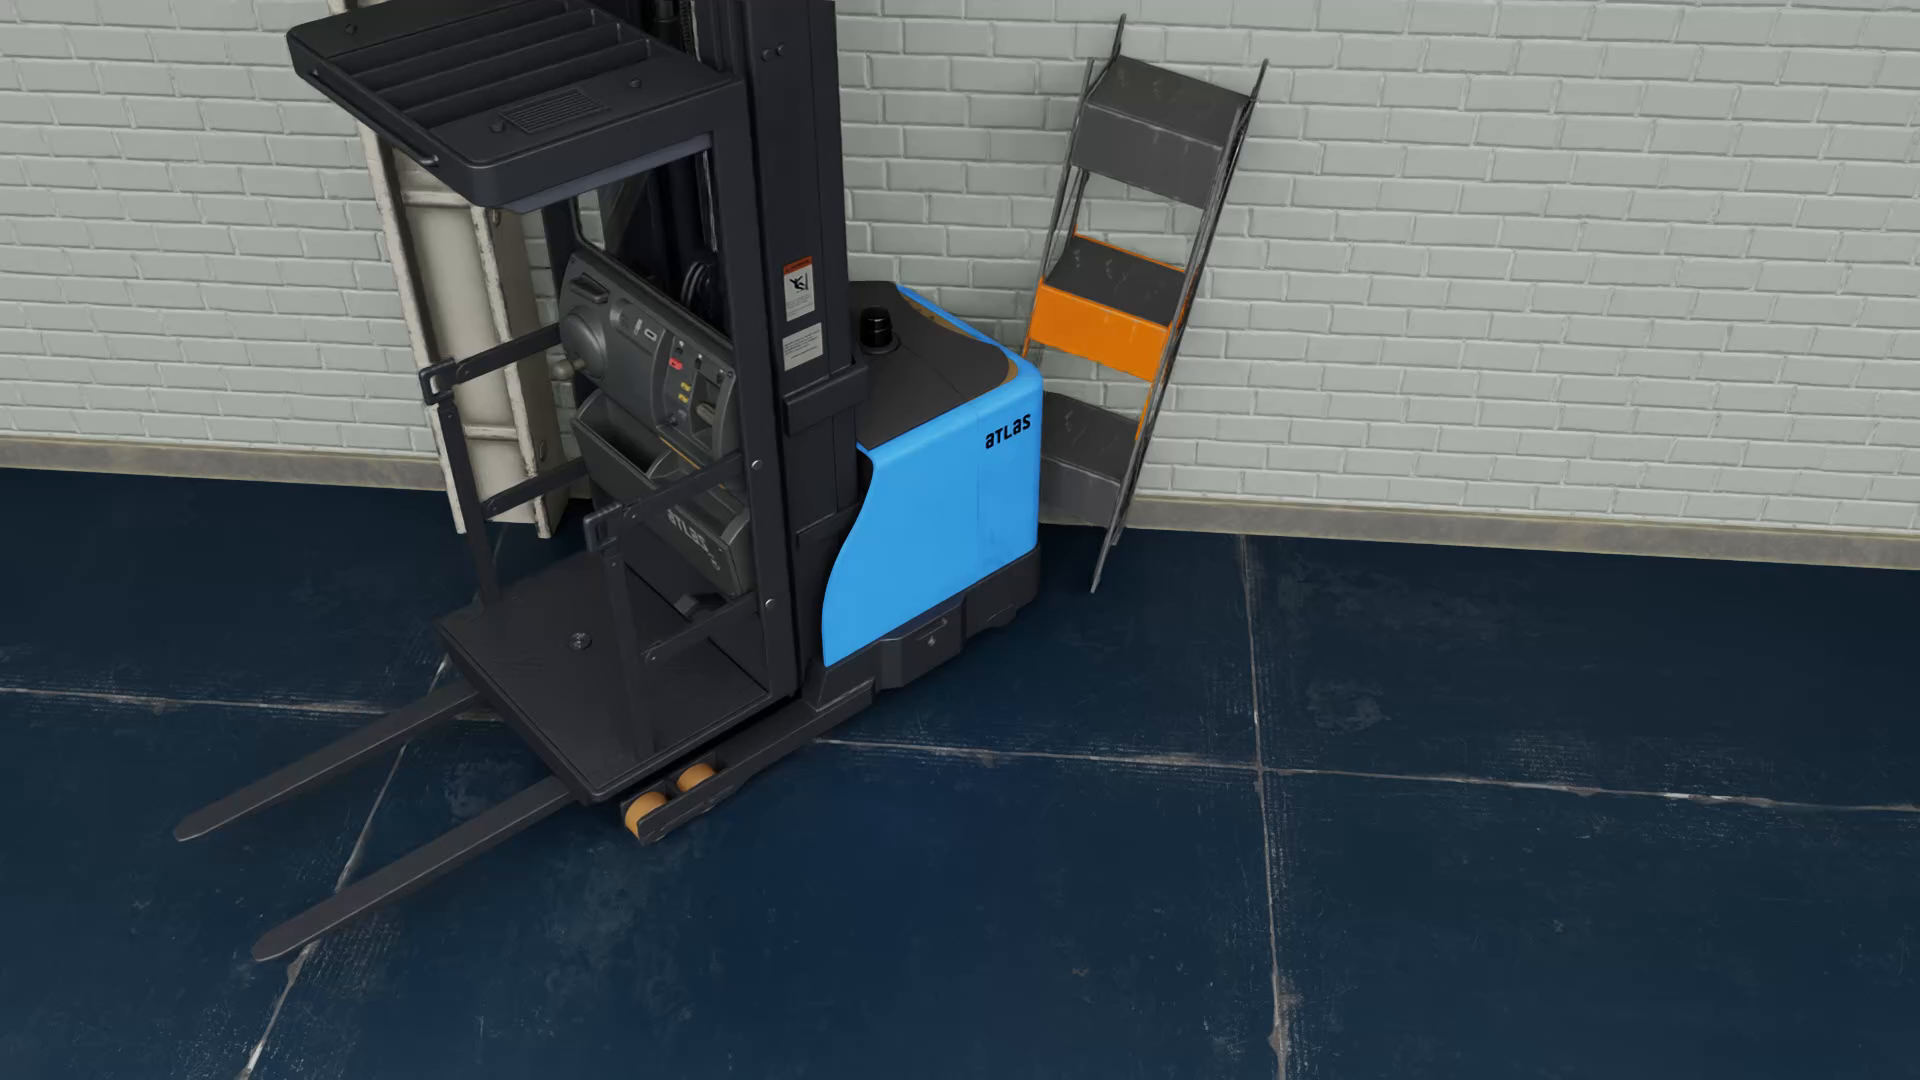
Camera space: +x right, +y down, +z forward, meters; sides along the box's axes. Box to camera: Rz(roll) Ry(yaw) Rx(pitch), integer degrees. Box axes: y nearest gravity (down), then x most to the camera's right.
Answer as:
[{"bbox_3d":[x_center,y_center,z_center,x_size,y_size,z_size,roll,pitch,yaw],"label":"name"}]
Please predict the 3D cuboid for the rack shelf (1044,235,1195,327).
[{"bbox_3d":[0.547,-0.848,5.883,0.457,0.174,0.368,21,43,9],"label":"rack shelf"}]

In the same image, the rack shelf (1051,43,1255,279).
[{"bbox_3d":[0.638,-1.256,5.506,0.480,0.518,0.431,21,43,9],"label":"rack shelf"}]

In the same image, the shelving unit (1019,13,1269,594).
[{"bbox_3d":[0.527,-0.758,5.965,0.503,2.100,0.431,21,43,9],"label":"shelving unit"}]

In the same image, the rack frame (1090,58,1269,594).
[{"bbox_3d":[0.753,-0.673,5.927,0.015,2.100,0.400,21,43,9],"label":"rack frame"}]

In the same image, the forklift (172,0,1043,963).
[{"bbox_3d":[-1.136,-0.511,5.057,3.031,2.935,1.130,-29,47,-31],"label":"forklift"}]

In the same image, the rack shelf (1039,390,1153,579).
[{"bbox_3d":[0.412,-0.240,6.442,0.480,0.518,0.431,21,43,9],"label":"rack shelf"}]

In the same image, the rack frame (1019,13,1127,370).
[{"bbox_3d":[0.302,-0.843,6.003,0.015,2.100,0.400,21,43,9],"label":"rack frame"}]

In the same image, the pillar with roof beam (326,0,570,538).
[{"bbox_3d":[-2.216,-0.897,0.723,0.400,9.000,9.100,3,39,4],"label":"pillar with roof beam"}]
